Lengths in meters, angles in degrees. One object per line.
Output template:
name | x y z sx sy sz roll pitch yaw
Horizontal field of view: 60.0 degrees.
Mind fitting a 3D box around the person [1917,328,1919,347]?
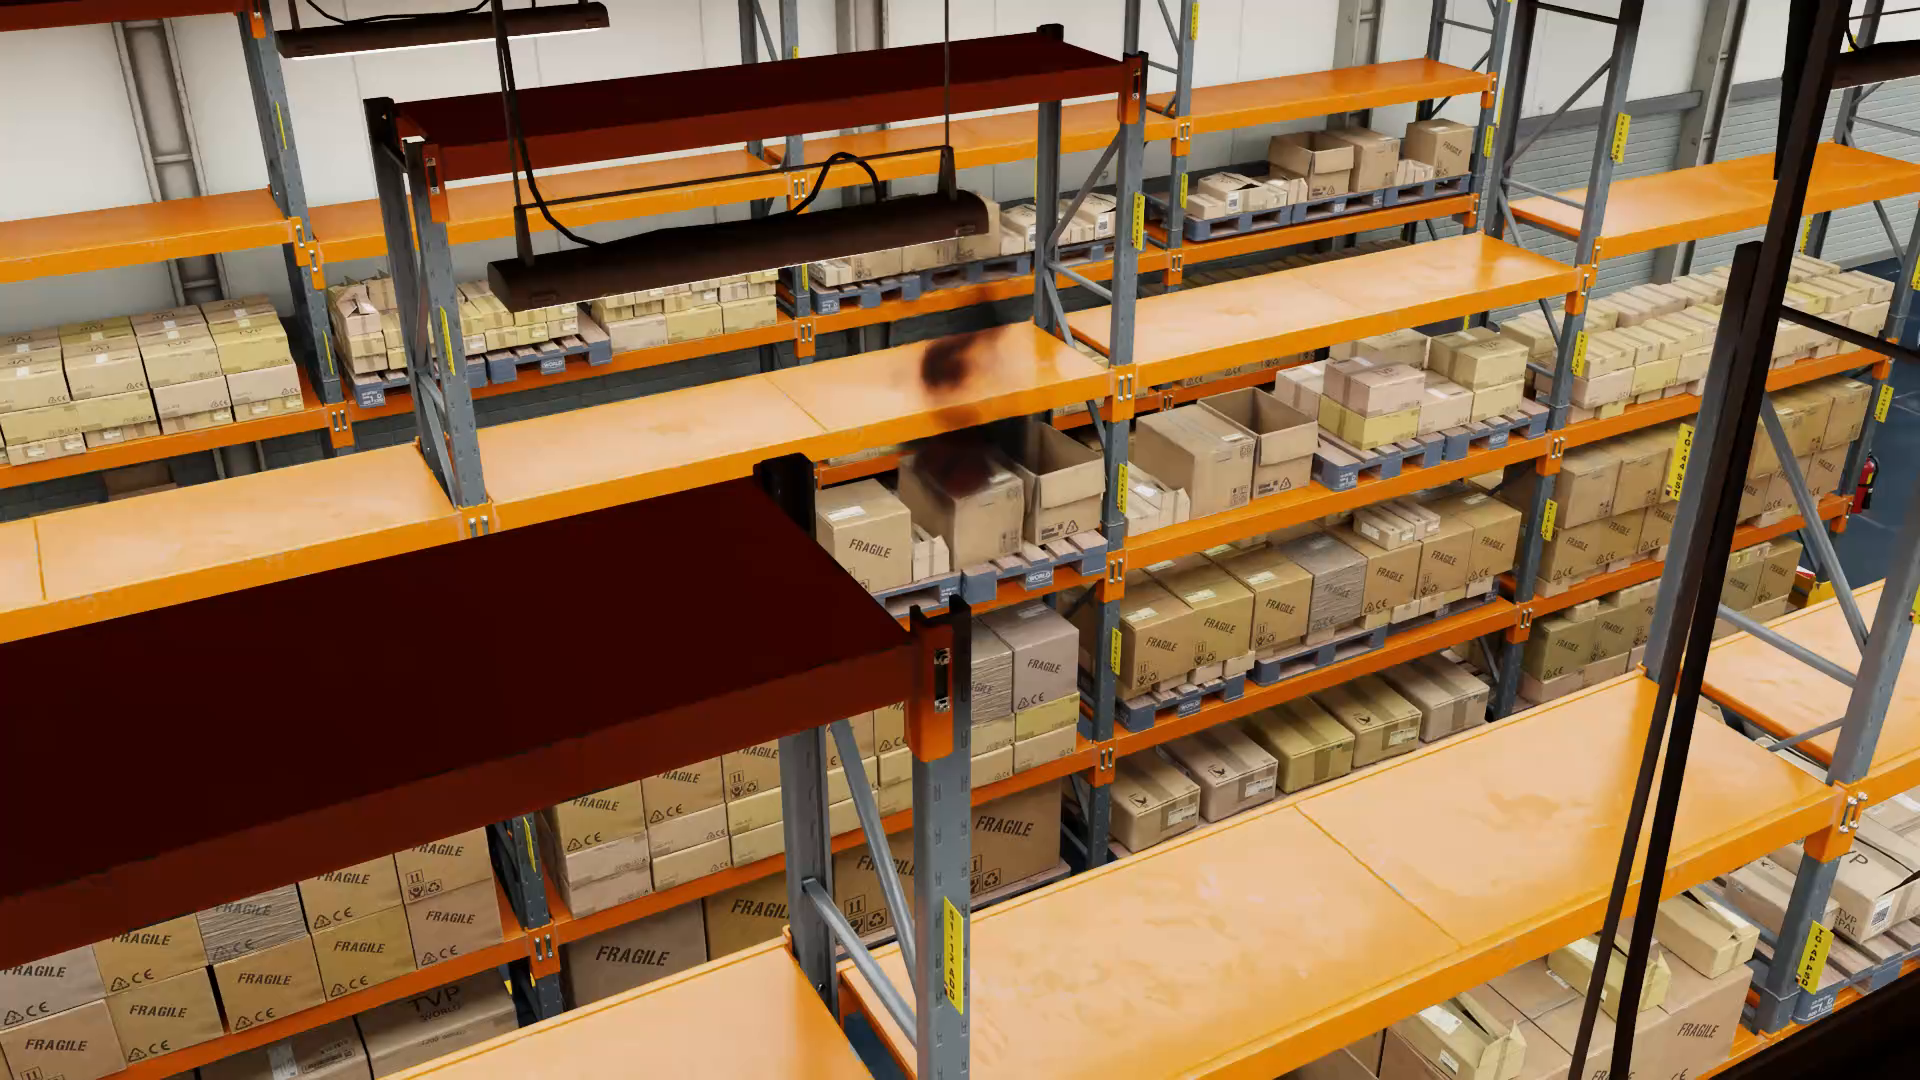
person | 12.650 -3.276 21.257 0.694 1.824 0.875 22 35 35
